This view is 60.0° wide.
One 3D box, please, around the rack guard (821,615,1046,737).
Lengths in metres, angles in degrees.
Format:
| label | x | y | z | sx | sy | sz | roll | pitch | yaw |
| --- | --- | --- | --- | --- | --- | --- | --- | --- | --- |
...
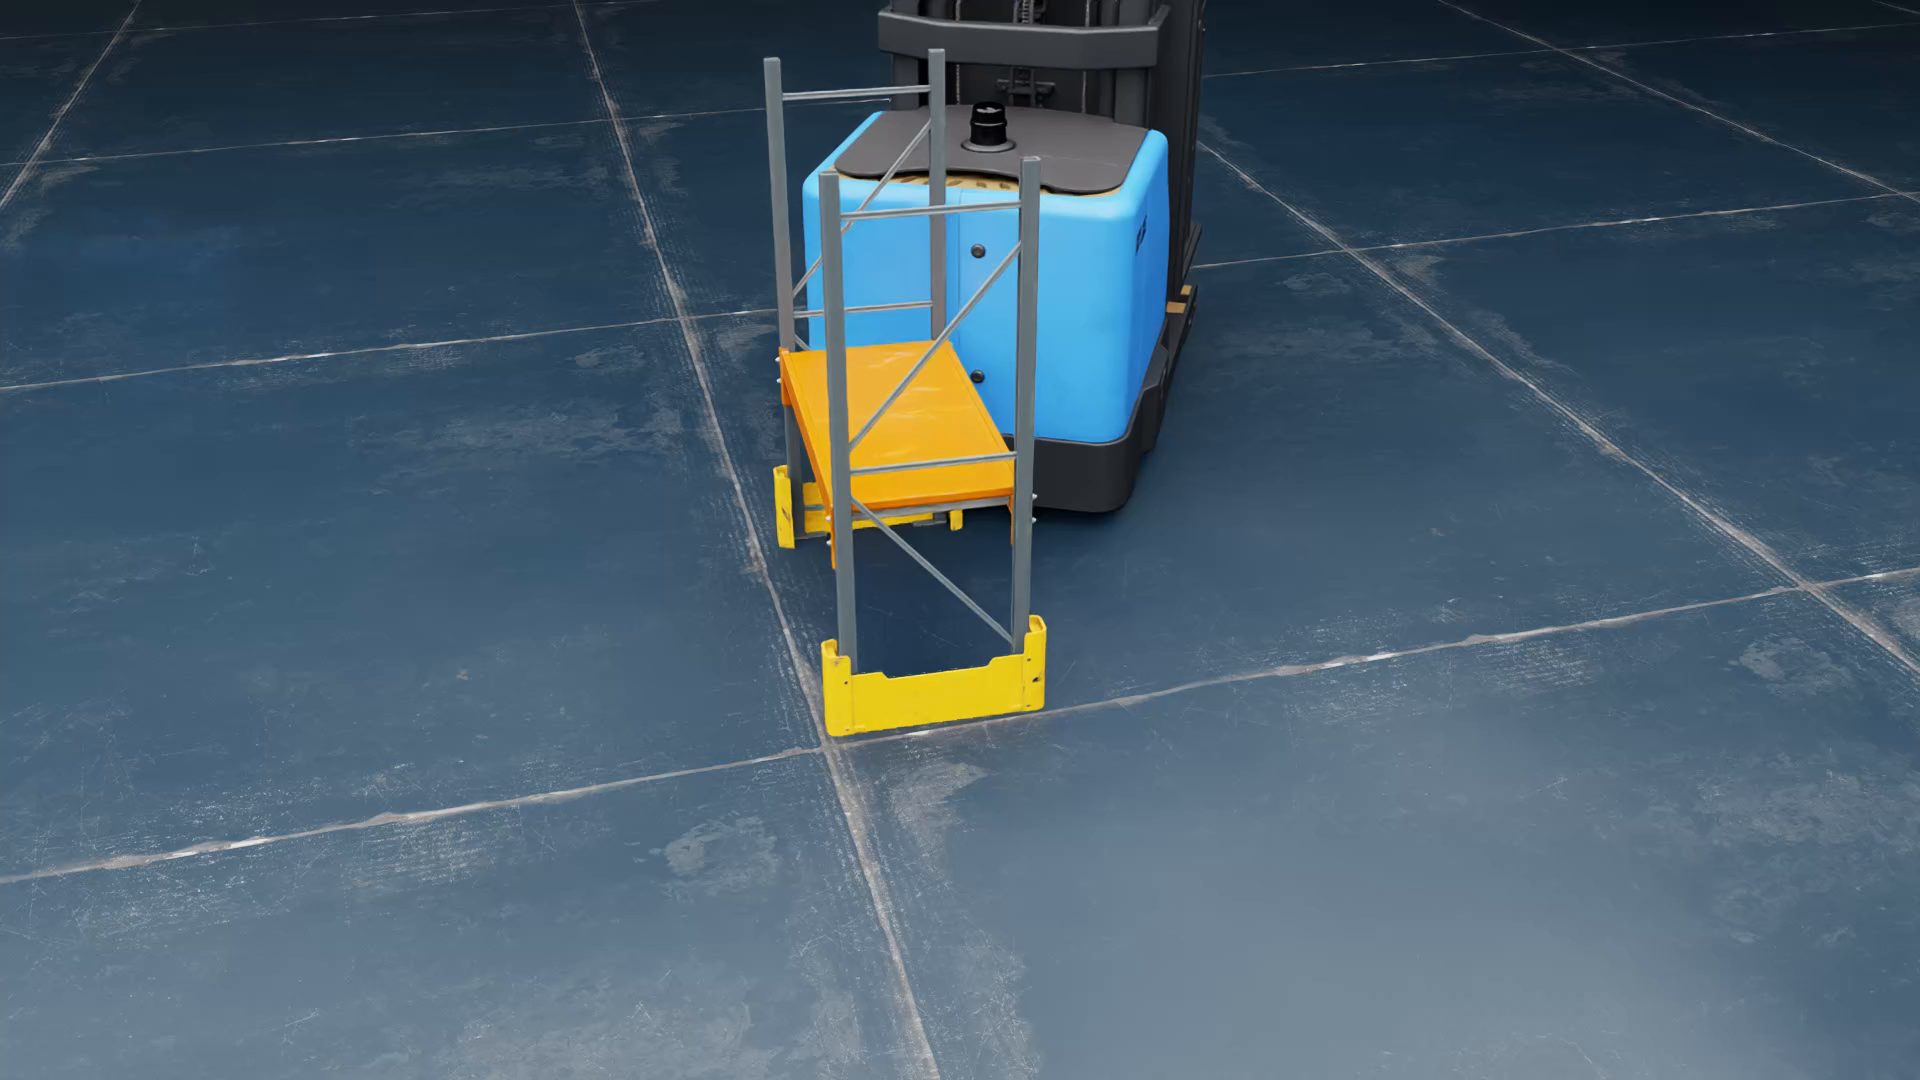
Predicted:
| label | x | y | z | sx | sy | sz | roll | pitch | yaw |
| --- | --- | --- | --- | --- | --- | --- | --- | --- | --- |
| rack guard | -0.066 | 0.357 | 4.383 | 0.587 | 0.250 | 0.087 | -6 | 31 | -11 |

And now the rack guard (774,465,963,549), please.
| label | x | y | z | sx | sy | sz | roll | pitch | yaw |
| --- | --- | --- | --- | --- | --- | --- | --- | --- | --- |
| rack guard | -0.283 | -0.129 | 5.224 | 0.587 | 0.250 | 0.087 | -6 | 31 | -11 |

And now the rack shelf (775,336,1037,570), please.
| label | x | y | z | sx | sy | sz | roll | pitch | yaw |
| --- | --- | --- | --- | --- | --- | --- | --- | --- | --- |
| rack shelf | -0.176 | -0.276 | 4.588 | 0.538 | 0.185 | 1.000 | -6 | 31 | -11 |

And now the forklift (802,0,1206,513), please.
| label | x | y | z | sx | sy | sz | roll | pitch | yaw |
| --- | --- | --- | --- | --- | --- | --- | --- | --- | --- |
| forklift | 0.347 | -2.080 | 5.917 | 1.130 | 2.935 | 3.031 | 7 | 31 | 12 |

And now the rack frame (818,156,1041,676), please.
| label | x | y | z | sx | sy | sz | roll | pitch | yaw |
| --- | --- | --- | --- | --- | --- | --- | --- | --- | --- |
| rack frame | -0.065 | -0.183 | 4.069 | 0.500 | 1.500 | 0.032 | -6 | 31 | -11 |

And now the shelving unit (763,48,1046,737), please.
| label | x | y | z | sx | sy | sz | roll | pitch | yaw |
| --- | --- | --- | --- | --- | --- | --- | --- | --- | --- |
| shelving unit | -0.174 | -0.427 | 4.490 | 0.587 | 1.500 | 1.083 | -6 | 31 | -11 |

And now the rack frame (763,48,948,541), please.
| label | x | y | z | sx | sy | sz | roll | pitch | yaw |
| --- | --- | --- | --- | --- | --- | --- | --- | --- | --- |
| rack frame | -0.287 | -0.680 | 4.927 | 0.500 | 1.500 | 0.032 | -6 | 31 | -11 |
